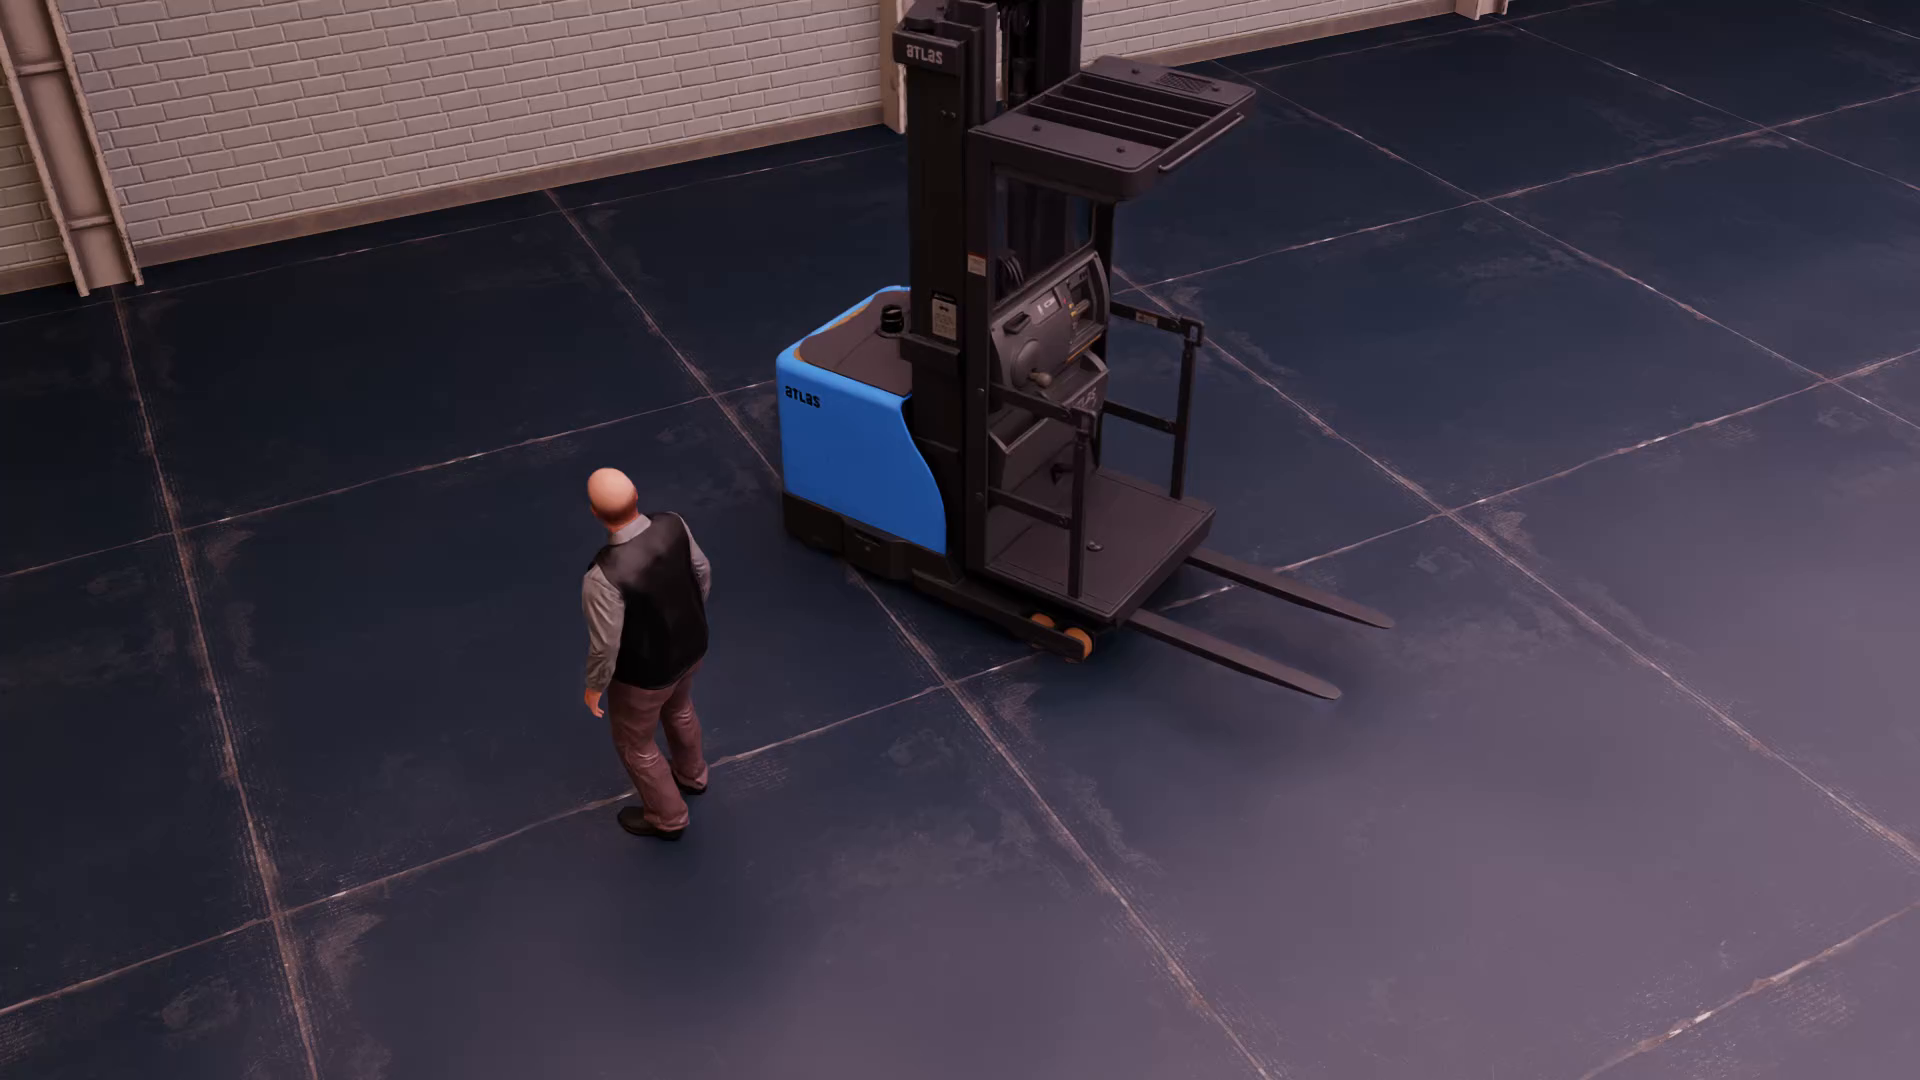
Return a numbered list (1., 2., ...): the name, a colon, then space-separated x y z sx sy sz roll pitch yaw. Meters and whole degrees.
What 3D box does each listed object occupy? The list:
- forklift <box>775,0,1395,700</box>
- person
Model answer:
1. forklift: 0.587 -0.966 7.490 3.031 2.935 1.130 21 41 27
2. person: -1.234 0.448 6.543 0.466 1.716 0.665 19 39 25
